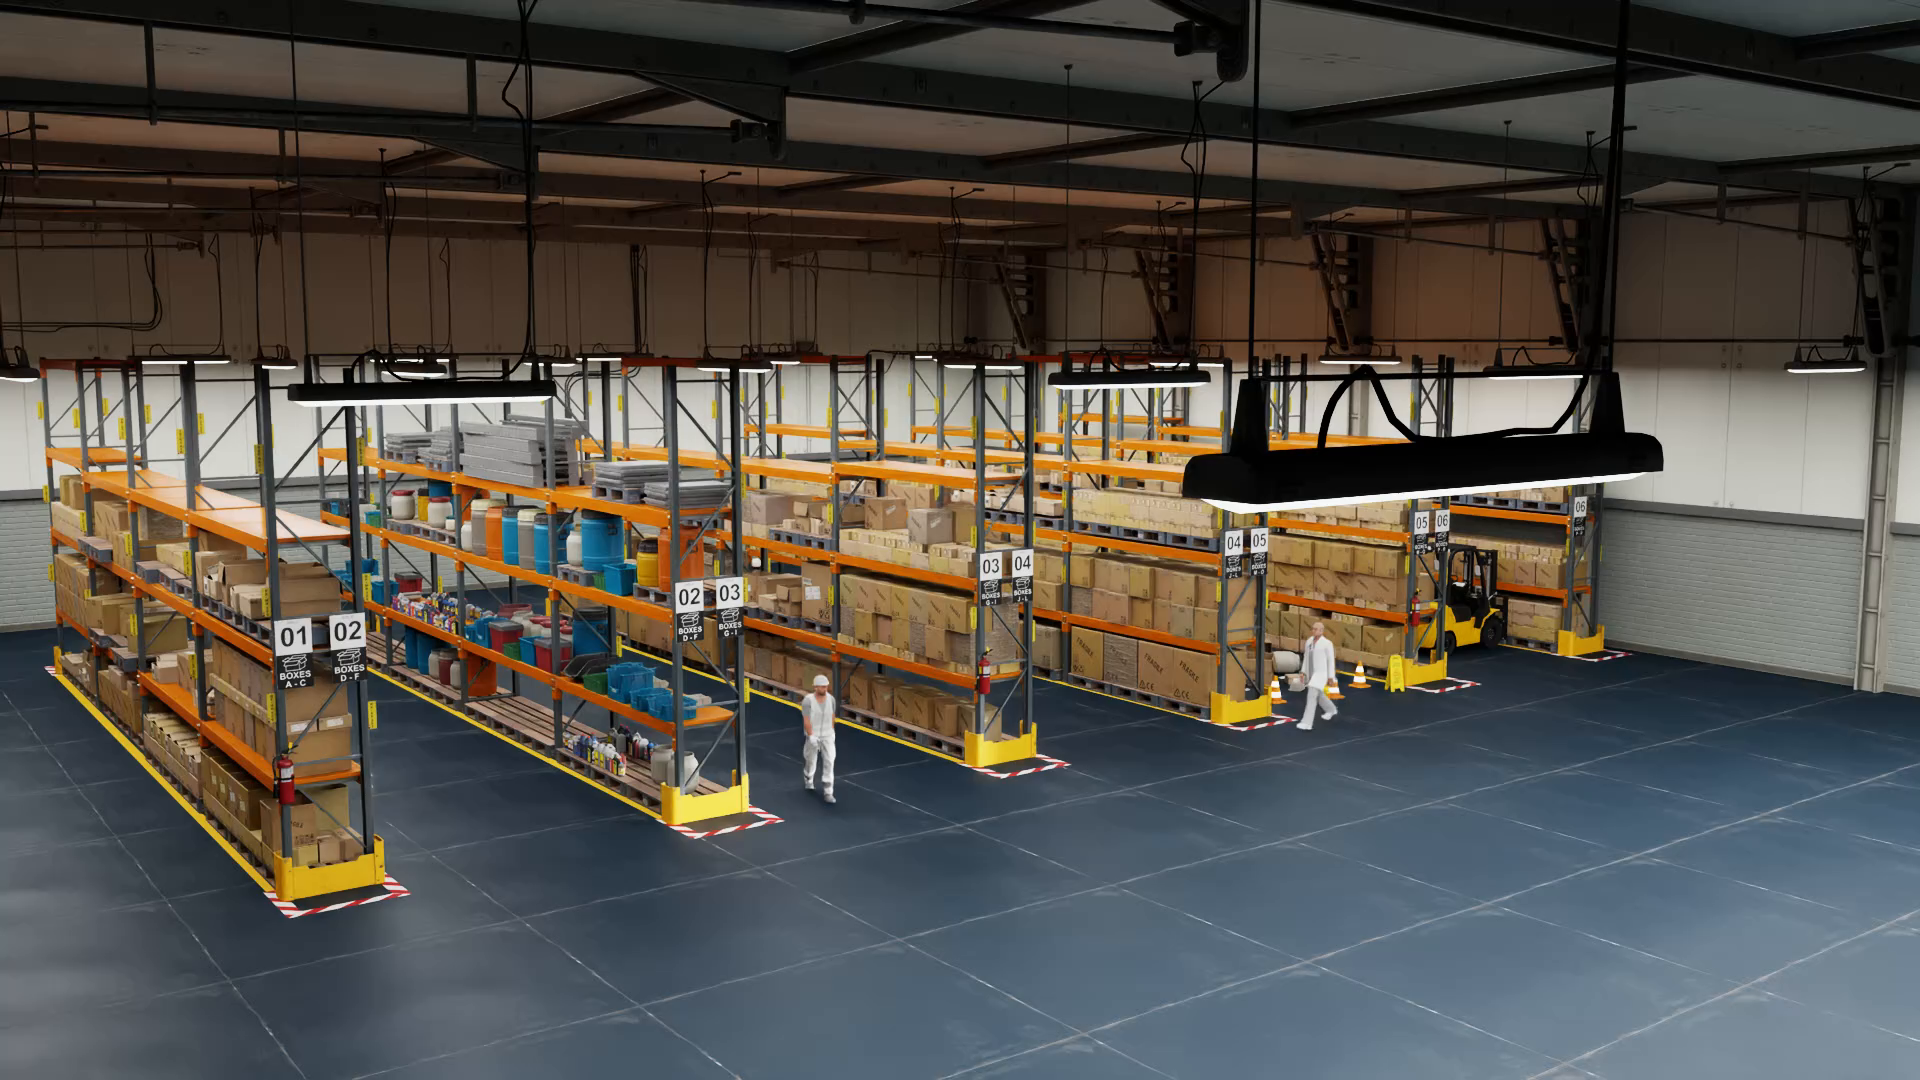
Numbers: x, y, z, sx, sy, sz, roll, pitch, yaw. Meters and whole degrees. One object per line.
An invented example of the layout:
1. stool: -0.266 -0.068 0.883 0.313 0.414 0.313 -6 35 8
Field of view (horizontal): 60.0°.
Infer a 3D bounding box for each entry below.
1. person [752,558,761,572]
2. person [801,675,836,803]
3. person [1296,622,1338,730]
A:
1. person: -4.248 1.260 34.882 0.552 1.774 0.459 1 7 5
2. person: -1.927 2.716 23.013 0.523 1.722 1.035 -3 7 -20
3. person: 5.866 2.200 27.224 1.144 1.731 0.577 -5 8 -36
